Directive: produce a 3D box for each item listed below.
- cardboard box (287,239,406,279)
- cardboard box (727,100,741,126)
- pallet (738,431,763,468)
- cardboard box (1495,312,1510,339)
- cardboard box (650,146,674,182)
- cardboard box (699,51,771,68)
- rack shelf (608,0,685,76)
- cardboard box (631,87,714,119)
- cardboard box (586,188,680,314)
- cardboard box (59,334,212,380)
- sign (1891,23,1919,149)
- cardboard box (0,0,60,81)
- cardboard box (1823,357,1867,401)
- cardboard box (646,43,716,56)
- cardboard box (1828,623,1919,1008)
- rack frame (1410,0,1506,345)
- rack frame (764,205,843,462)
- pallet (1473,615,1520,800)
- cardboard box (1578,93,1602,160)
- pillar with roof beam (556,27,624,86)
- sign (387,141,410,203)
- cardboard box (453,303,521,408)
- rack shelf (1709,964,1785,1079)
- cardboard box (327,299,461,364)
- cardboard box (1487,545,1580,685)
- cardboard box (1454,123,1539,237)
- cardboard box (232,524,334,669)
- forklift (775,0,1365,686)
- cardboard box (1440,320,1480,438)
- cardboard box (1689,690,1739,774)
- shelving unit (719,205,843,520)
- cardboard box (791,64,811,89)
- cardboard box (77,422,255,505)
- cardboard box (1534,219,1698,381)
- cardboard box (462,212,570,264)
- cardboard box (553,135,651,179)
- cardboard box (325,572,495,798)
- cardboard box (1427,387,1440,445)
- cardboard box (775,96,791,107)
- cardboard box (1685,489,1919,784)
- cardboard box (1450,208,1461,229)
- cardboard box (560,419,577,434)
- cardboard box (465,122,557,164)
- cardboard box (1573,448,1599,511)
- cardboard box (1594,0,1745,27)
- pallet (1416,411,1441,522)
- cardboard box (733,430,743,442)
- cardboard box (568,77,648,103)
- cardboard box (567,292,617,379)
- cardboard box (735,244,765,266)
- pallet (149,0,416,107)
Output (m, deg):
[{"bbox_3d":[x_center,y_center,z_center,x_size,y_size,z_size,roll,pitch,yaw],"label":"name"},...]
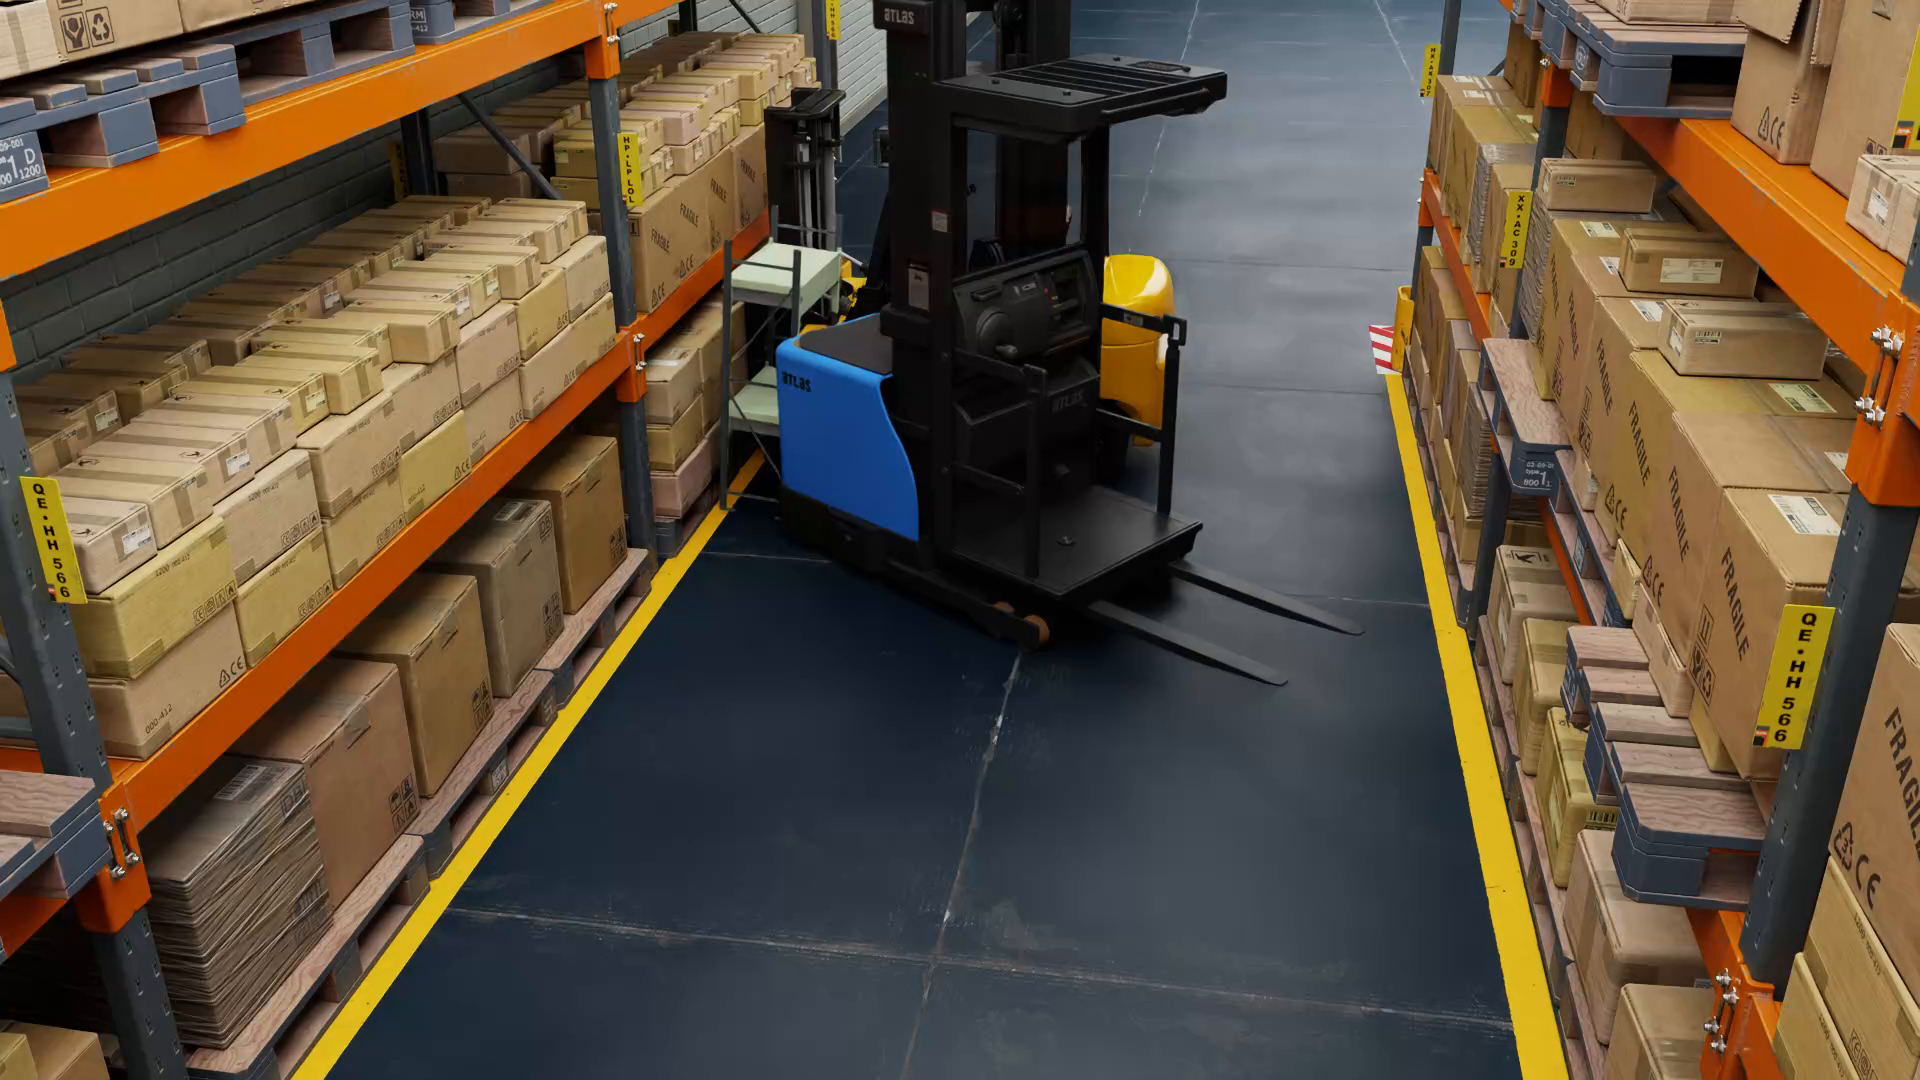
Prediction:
[{"bbox_3d":[-2.456,-1.100,6.679,0.380,0.149,0.250,4,25,8],"label":"cardboard box"},{"bbox_3d":[-1.470,-2.426,9.511,0.380,0.149,0.250,4,25,8],"label":"cardboard box"},{"bbox_3d":[-1.660,-0.793,10.195,1.003,0.211,1.213,4,25,9],"label":"pallet"},{"bbox_3d":[2.621,-0.914,7.461,0.380,0.149,0.250,4,25,8],"label":"cardboard box"},{"bbox_3d":[-1.661,-1.888,8.362,0.380,0.149,0.250,4,25,8],"label":"cardboard box"},{"bbox_3d":[-1.365,-2.881,10.134,0.380,0.149,0.250,4,25,9],"label":"cardboard box"},{"bbox_3d":[-1.702,-3.084,9.110,1.077,0.370,4.000,4,25,9],"label":"rack shelf"},{"bbox_3d":[-1.551,-2.345,8.989,0.380,0.149,0.250,4,25,8],"label":"cardboard box"},{"bbox_3d":[-1.698,-1.427,8.143,0.500,0.500,0.500,3,25,7],"label":"cardboard box"},{"bbox_3d":[-2.745,-0.574,5.554,0.380,0.149,0.250,4,25,8],"label":"cardboard box"},{"bbox_3d":[1.680,-0.831,2.838,0.100,0.325,0.005,4,25,9],"label":"sign"},{"bbox_3d":[-2.326,-1.155,3.803,0.380,0.166,0.250,4,25,8],"label":"cardboard box"},{"bbox_3d":[2.676,-0.183,4.638,0.500,0.500,0.500,4,25,9],"label":"cardboard box"},{"bbox_3d":[-1.746,-3.017,10.424,0.380,0.149,0.250,4,25,10],"label":"cardboard box"},{"bbox_3d":[1.893,0.492,2.864,0.500,0.500,0.500,3,25,7],"label":"cardboard box"},{"bbox_3d":[3.523,-2.545,10.649,1.000,3.000,0.127,4,25,9],"label":"rack frame"},{"bbox_3d":[-0.884,-1.111,9.313,0.400,1.500,0.023,10,27,10],"label":"rack frame"},{"bbox_3d":[2.743,0.716,6.971,1.003,0.211,1.213,4,25,9],"label":"pallet"},{"bbox_3d":[3.260,-1.886,7.593,0.700,0.500,0.500,4,25,9],"label":"cardboard box"},{"bbox_3d":[1.869,-5.078,8.983,9.100,9.000,0.400,4,25,9],"label":"pillar with roof beam"},{"bbox_3d":[-2.576,-1.680,7.687,0.100,0.325,0.005,4,25,9],"label":"sign"},{"bbox_3d":[-2.023,-0.721,6.339,0.500,0.250,0.500,5,25,10],"label":"cardboard box"},{"bbox_3d":[1.888,1.963,1.867,1.077,0.370,4.000,4,25,9],"label":"rack shelf"},{"bbox_3d":[-2.012,-0.743,5.915,0.380,0.149,0.250,3,25,7],"label":"cardboard box"},{"bbox_3d":[2.786,0.347,7.074,0.950,0.372,0.625,4,25,9],"label":"cardboard box"},{"bbox_3d":[2.933,-1.903,8.809,0.500,0.500,0.500,4,25,7],"label":"cardboard box"},{"bbox_3d":[-2.282,0.148,5.073,0.500,0.250,0.500,3,25,7],"label":"cardboard box"},{"bbox_3d":[0.471,-1.064,7.566,3.031,2.935,1.130,22,33,39],"label":"forklift"},{"bbox_3d":[2.865,-0.849,8.889,0.500,0.500,0.500,5,26,11],"label":"cardboard box"},{"bbox_3d":[2.009,0.454,4.044,0.380,0.149,0.250,4,25,9],"label":"cardboard box"},{"bbox_3d":[-0.967,-0.960,8.990,0.431,1.500,0.755,10,27,10],"label":"shelving unit"},{"bbox_3d":[-1.168,-2.953,10.638,0.380,0.149,0.250,4,25,9],"label":"cardboard box"},{"bbox_3d":[-2.280,-0.215,4.787,0.380,0.149,0.250,5,25,10],"label":"cardboard box"},{"bbox_3d":[2.428,-0.857,6.078,0.500,0.500,0.500,4,25,9],"label":"cardboard box"},{"bbox_3d":[-1.890,-1.286,7.077,0.380,0.149,0.250,4,25,8],"label":"cardboard box"},{"bbox_3d":[-1.684,-1.801,7.826,0.380,0.149,0.250,5,25,10],"label":"cardboard box"},{"bbox_3d":[-2.358,0.528,6.389,0.875,0.625,0.625,3,25,6],"label":"cardboard box"},{"bbox_3d":[2.951,-0.730,9.519,0.500,0.250,0.500,6,26,12],"label":"cardboard box"},{"bbox_3d":[-1.290,-2.493,10.419,0.500,0.500,0.500,5,26,10],"label":"cardboard box"},{"bbox_3d":[2.015,0.221,3.775,0.500,0.500,0.500,3,25,7],"label":"cardboard box"},{"bbox_3d":[3.016,-1.878,9.521,0.380,0.149,0.250,5,25,10],"label":"cardboard box"},{"bbox_3d":[-2.151,-0.604,8.660,0.500,0.250,0.500,3,25,7],"label":"cardboard box"},{"bbox_3d":[-2.193,-1.945,8.133,0.380,0.149,0.250,3,25,7],"label":"cardboard box"},{"bbox_3d":[2.227,-0.196,5.432,0.380,0.149,0.250,5,26,11],"label":"cardboard box"},{"bbox_3d":[2.236,-1.712,5.013,0.500,0.250,0.500,4,25,8],"label":"cardboard box"},{"bbox_3d":[3.141,-0.404,9.365,1.003,0.211,1.213,4,25,9],"label":"pallet"},{"bbox_3d":[-1.486,-0.768,9.601,0.500,0.250,0.500,4,25,9],"label":"cardboard box"},{"bbox_3d":[-1.961,-2.480,9.276,0.380,0.149,0.250,5,25,10],"label":"cardboard box"},{"bbox_3d":[-1.853,-0.918,7.350,0.500,0.250,0.500,5,25,10],"label":"cardboard box"},{"bbox_3d":[-1.293,-1.645,10.296,0.500,0.250,0.500,4,25,9],"label":"cardboard box"},{"bbox_3d":[-2.480,-1.573,5.256,1.003,0.211,1.213,5,26,11],"label":"pallet"}]
